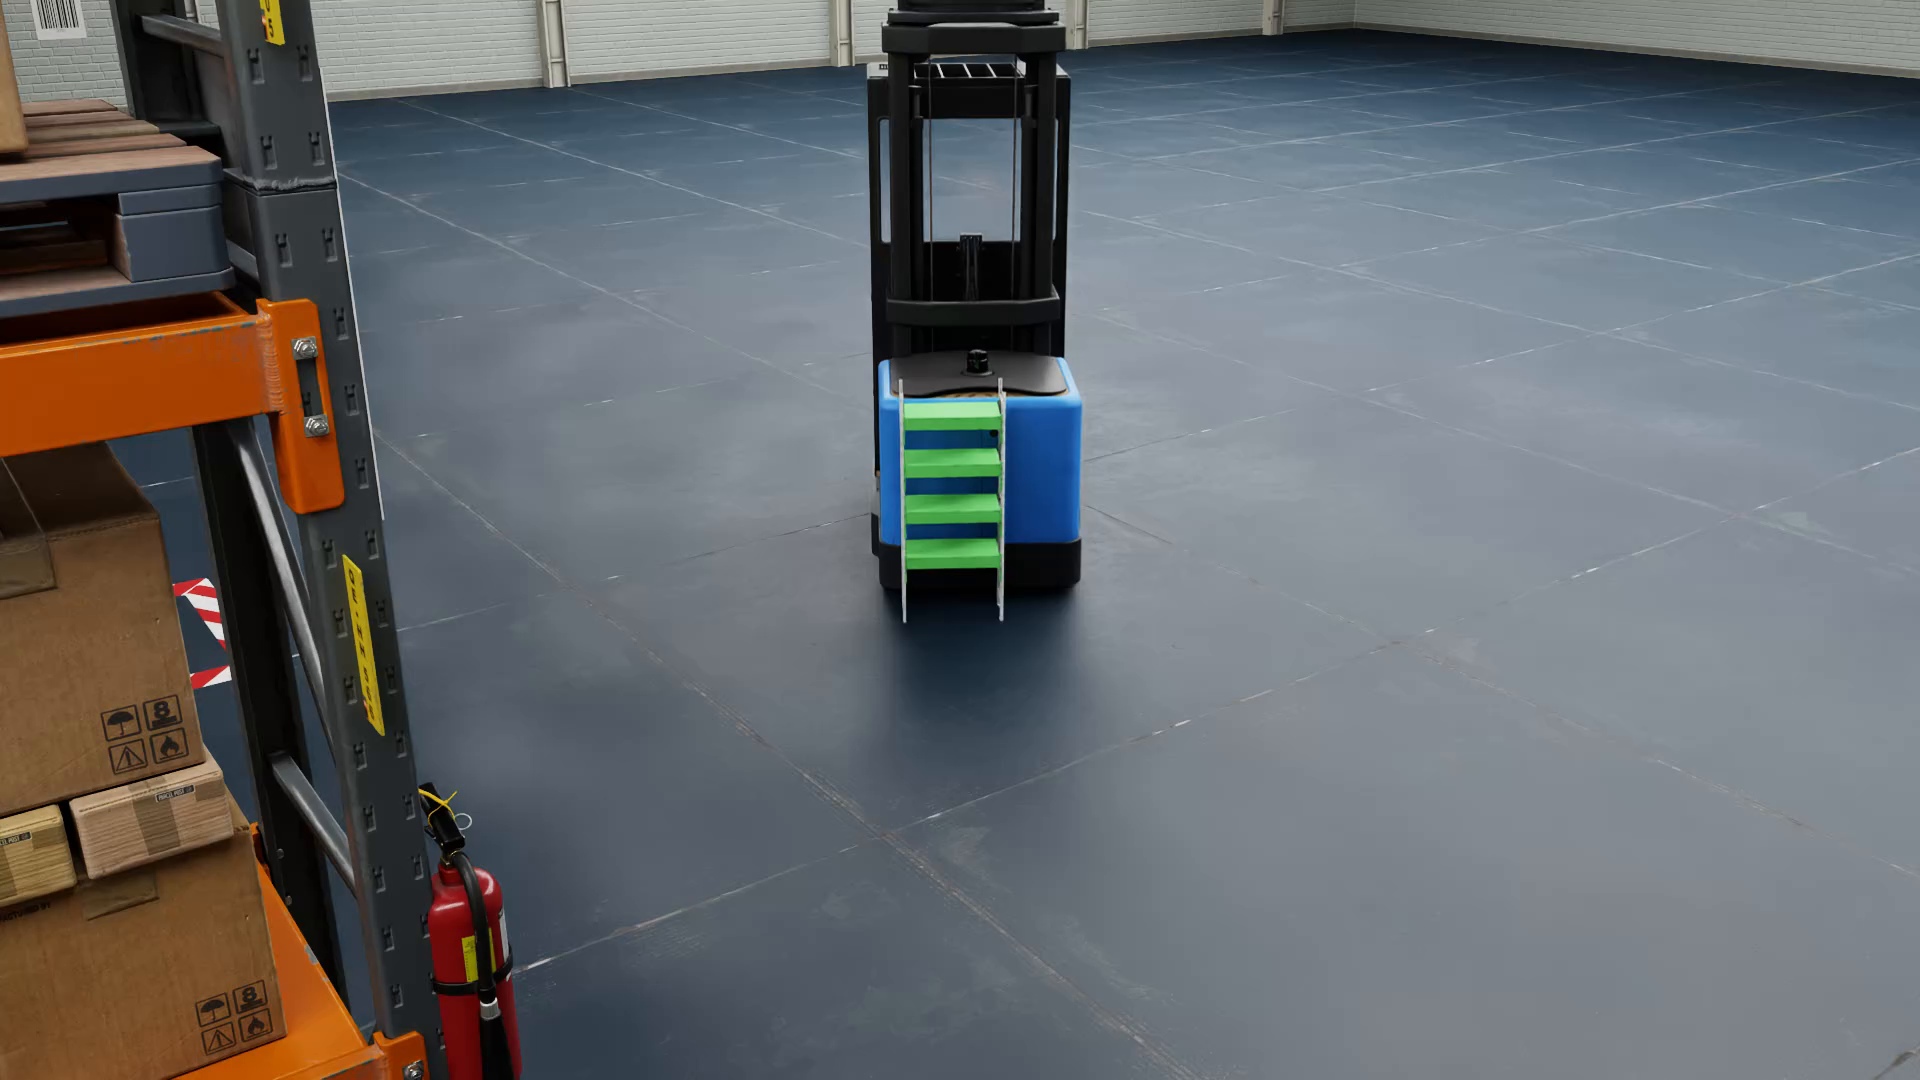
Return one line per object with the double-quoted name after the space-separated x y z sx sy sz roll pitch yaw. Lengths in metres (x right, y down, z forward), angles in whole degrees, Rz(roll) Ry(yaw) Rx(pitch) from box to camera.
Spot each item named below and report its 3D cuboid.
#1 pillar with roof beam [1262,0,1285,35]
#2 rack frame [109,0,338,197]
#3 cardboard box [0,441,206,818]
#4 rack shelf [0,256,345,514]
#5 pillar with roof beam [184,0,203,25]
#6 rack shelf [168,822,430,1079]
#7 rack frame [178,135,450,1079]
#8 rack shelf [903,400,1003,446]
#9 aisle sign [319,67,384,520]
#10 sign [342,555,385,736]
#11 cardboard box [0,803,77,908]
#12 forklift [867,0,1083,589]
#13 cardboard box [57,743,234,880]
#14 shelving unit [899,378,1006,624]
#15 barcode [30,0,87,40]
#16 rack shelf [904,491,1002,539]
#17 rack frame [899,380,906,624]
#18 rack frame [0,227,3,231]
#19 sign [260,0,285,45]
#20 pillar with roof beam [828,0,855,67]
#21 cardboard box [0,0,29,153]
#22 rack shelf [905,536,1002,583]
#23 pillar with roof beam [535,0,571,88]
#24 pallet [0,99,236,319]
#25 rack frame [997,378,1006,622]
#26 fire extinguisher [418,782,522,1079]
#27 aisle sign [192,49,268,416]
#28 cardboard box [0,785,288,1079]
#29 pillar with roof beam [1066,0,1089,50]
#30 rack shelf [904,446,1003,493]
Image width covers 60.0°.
9.924 -14.888 34.564 0.400 9.000 9.100 -15 26 -33 "pillar with roof beam"
-1.379 -2.114 2.553 0.127 3.000 1.000 -15 26 -33 "rack frame"
-1.808 0.132 3.133 0.500 0.500 0.700 -15 26 -33 "cardboard box"
-3.002 0.046 2.157 4.000 0.370 1.077 -15 26 -33 "rack shelf"
-9.557 -9.693 21.546 0.400 9.000 9.100 -15 26 -33 "pillar with roof beam"
-3.002 1.439 2.713 4.000 0.370 1.077 -15 26 -33 "rack shelf"
-1.379 0.672 3.665 0.127 3.000 1.000 -15 26 -33 "rack frame"
-0.039 -0.572 8.088 0.480 0.148 0.258 -1 22 -3 "rack shelf"
-1.154 -0.461 2.997 0.004 0.787 0.394 -15 26 -33 "aisle sign"
-1.073 0.191 2.989 0.005 0.325 0.100 -15 26 -33 "sign"
-1.789 0.522 3.032 0.250 0.149 0.380 -14 26 -32 "cardboard box"
0.034 -1.608 9.471 1.130 2.935 3.031 -1 22 -3 "forklift"
-1.577 0.465 3.175 0.250 0.149 0.380 -15 26 -34 "cardboard box"
-0.039 -0.186 8.242 0.503 1.200 0.258 -1 22 -3 "shelving unit"
-1.342 -0.780 2.474 0.075 0.075 0.001 -15 26 -33 "barcode"
-0.039 -0.126 8.266 0.480 0.148 0.258 -1 22 -3 "rack shelf"
-0.283 -0.181 8.230 0.015 1.200 0.240 -1 22 -3 "rack frame"
-4.268 -0.819 7.401 0.127 3.000 1.000 -15 26 -33 "rack frame"
-1.073 -0.929 2.543 0.005 0.325 0.100 -15 26 -33 "sign"
0.183 -12.291 28.055 0.400 9.000 9.100 -15 26 -33 "pillar with roof beam"
-1.847 -0.906 2.677 0.637 0.503 0.797 -13 25 -29 "cardboard box"
-0.039 0.097 8.355 0.480 0.148 0.258 -1 22 -3 "rack shelf"
-4.687 -10.992 24.800 0.400 9.000 9.100 -15 26 -33 "pillar with roof beam"
-1.968 -0.535 2.761 1.213 0.211 1.003 -15 26 -33 "pallet"
0.204 -0.190 8.254 0.015 1.200 0.240 -1 22 -3 "rack frame"
-1.011 0.822 3.393 0.183 0.674 0.296 -15 26 -33 "fire extinguisher"
-1.504 -0.642 3.449 0.004 0.787 0.394 -15 26 -33 "aisle sign"
-1.765 0.723 3.402 0.500 0.500 0.700 -15 26 -33 "cardboard box"
5.054 -13.589 31.310 0.400 9.000 9.100 -15 26 -33 "pillar with roof beam"
-0.039 -0.349 8.177 0.480 0.148 0.258 -1 22 -3 "rack shelf"
